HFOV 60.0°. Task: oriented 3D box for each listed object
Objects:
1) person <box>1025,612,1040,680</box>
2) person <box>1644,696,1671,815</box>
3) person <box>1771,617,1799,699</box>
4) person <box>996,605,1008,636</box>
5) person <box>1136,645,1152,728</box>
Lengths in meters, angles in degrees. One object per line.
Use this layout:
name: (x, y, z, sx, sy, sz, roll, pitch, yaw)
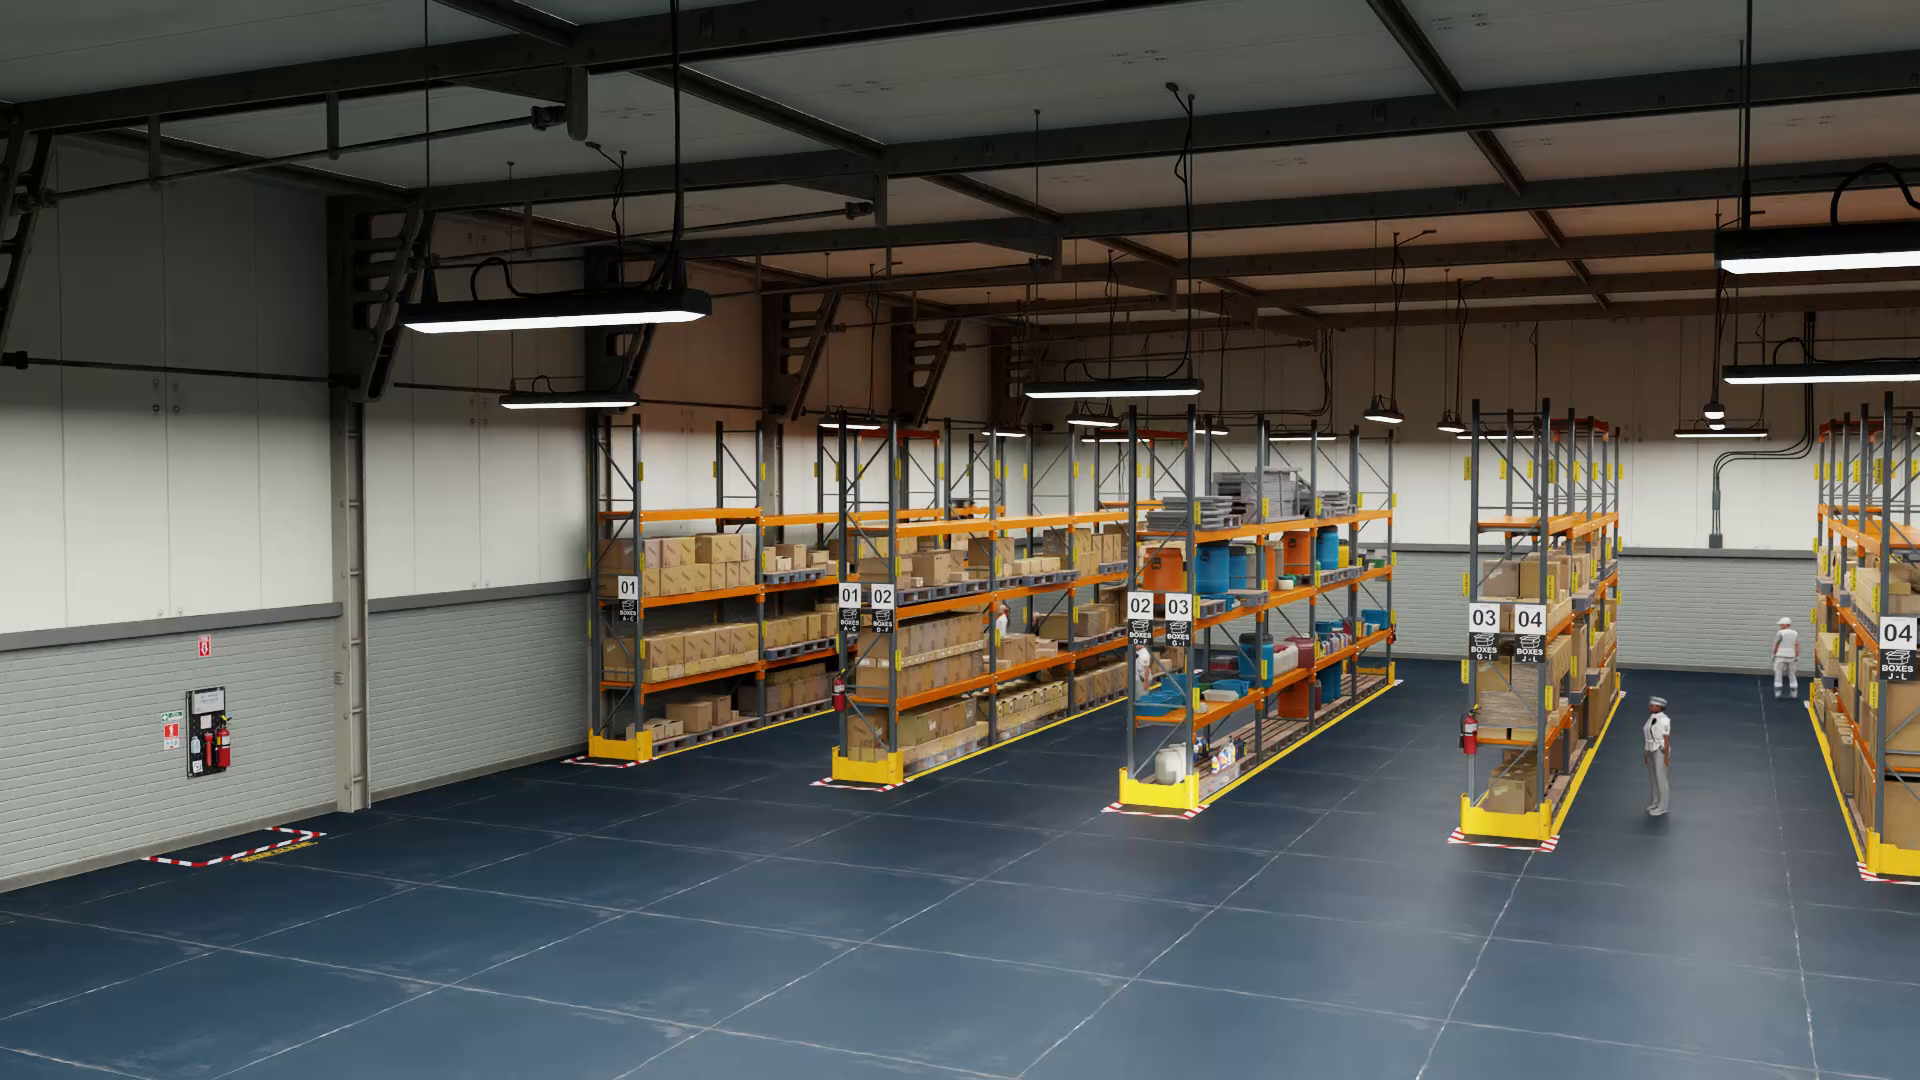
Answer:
person: (1.636, 2.543, 38.592, 0.577, 1.761, 0.655, -1, 3, -28)
person: (10.243, 3.153, 24.465, 0.412, 1.690, 0.572, 0, 2, -5)
person: (18.119, 2.597, 36.530, 0.555, 1.802, 0.403, 0, 2, -2)
person: (0.956, 2.457, 40.075, 0.391, 1.788, 0.610, 0, 2, -1)
person: (3.560, 2.785, 32.694, 0.433, 1.747, 0.620, 0, 2, -1)
